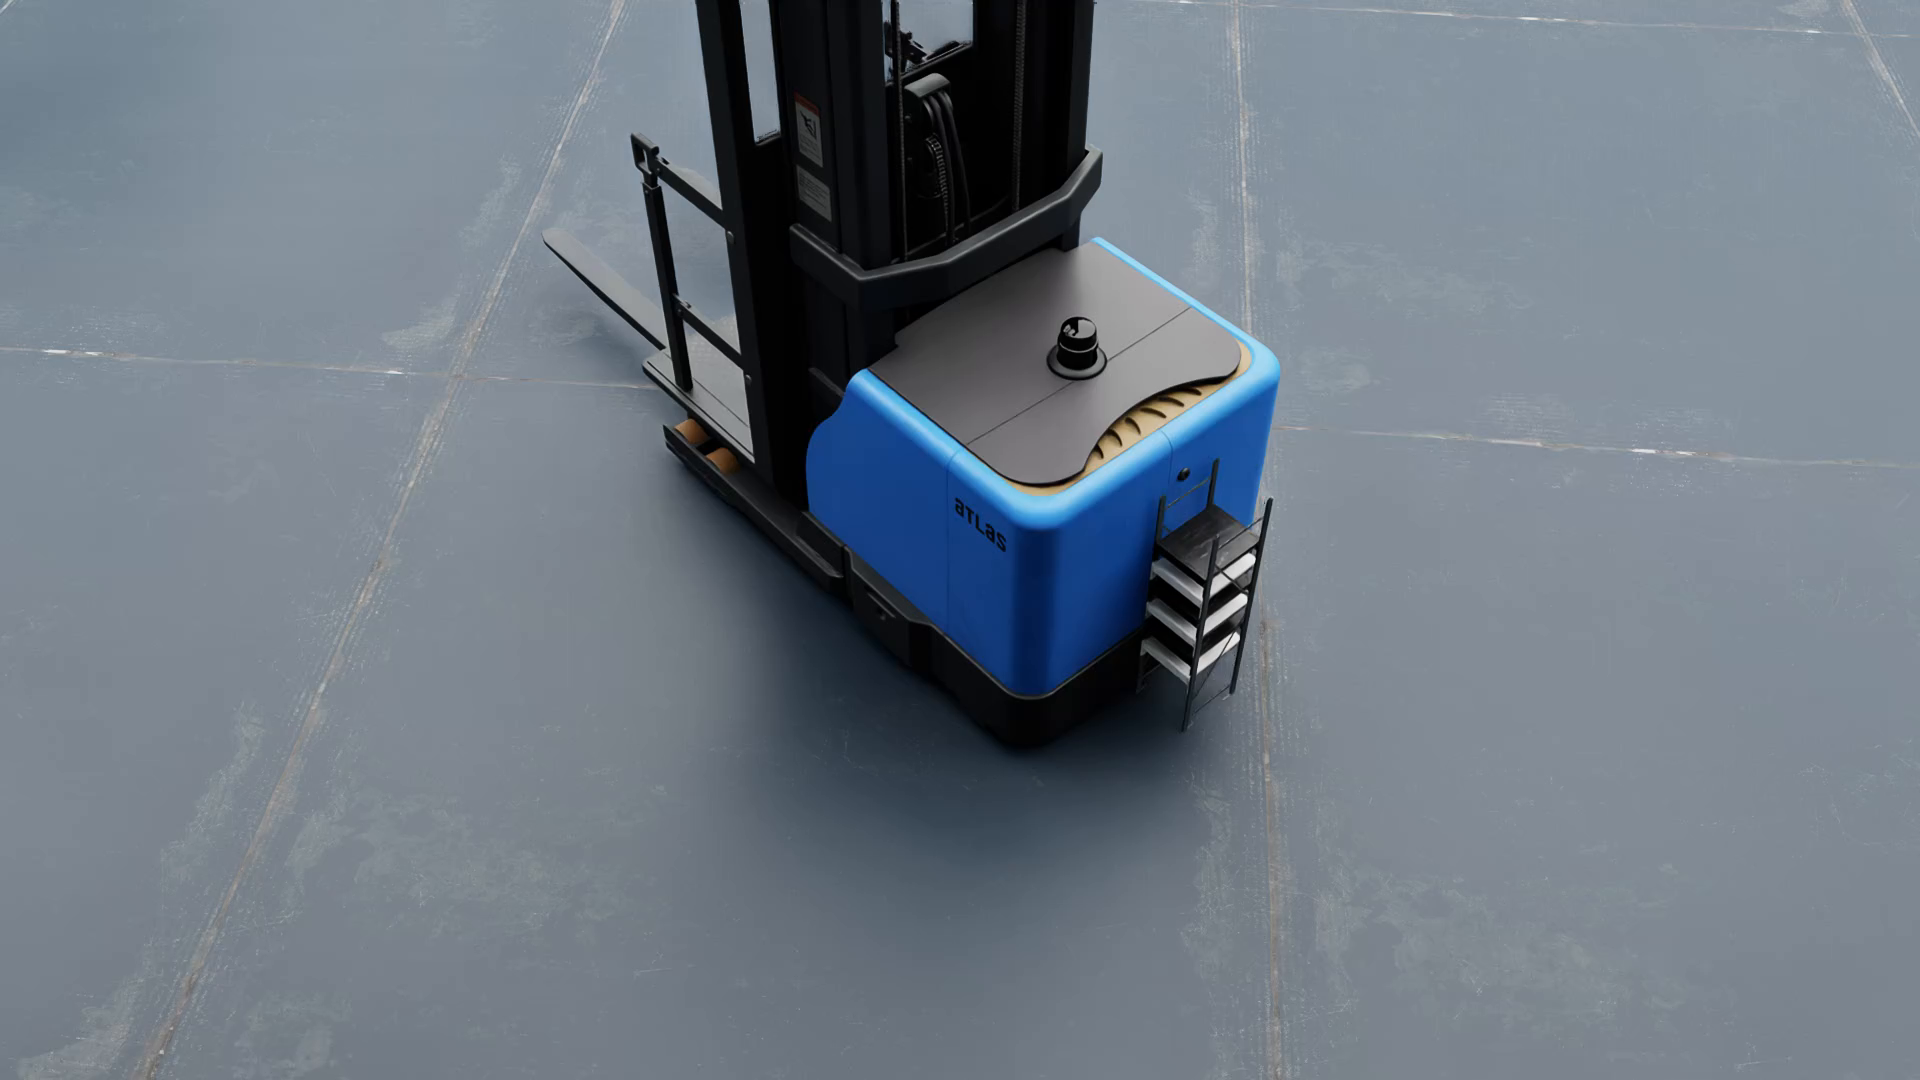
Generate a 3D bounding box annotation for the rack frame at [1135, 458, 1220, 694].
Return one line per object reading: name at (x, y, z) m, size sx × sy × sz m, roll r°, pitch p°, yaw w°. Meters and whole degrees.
rack frame at (0.649, 0.128, 5.023) m, size 0.240 × 0.900 × 0.006 m, roll -33°, pitch 56°, yaw -26°

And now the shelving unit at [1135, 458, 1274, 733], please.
shelving unit at (0.716, 0.185, 4.971) m, size 0.258 × 0.900 × 0.210 m, roll -33°, pitch 56°, yaw -26°

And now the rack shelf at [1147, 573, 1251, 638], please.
rack shelf at (0.716, 0.146, 4.929) m, size 0.258 × 0.077 × 0.200 m, roll -33°, pitch 56°, yaw -26°

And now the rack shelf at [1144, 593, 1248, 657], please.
rack shelf at (0.716, 0.207, 4.996) m, size 0.258 × 0.077 × 0.200 m, roll -33°, pitch 56°, yaw -26°

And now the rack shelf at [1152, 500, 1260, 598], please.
rack shelf at (0.716, 0.025, 4.796) m, size 0.258 × 0.077 × 0.200 m, roll -33°, pitch 56°, yaw -26°

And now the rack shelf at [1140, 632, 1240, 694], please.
rack shelf at (0.716, 0.328, 5.129) m, size 0.258 × 0.077 × 0.200 m, roll -33°, pitch 56°, yaw -26°

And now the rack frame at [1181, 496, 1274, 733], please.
rack frame at (0.783, 0.241, 4.920) m, size 0.240 × 0.900 × 0.006 m, roll -33°, pitch 56°, yaw -26°

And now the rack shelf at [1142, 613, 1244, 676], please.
rack shelf at (0.716, 0.268, 5.062) m, size 0.258 × 0.077 × 0.200 m, roll -33°, pitch 56°, yaw -26°

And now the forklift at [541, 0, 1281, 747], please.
forklift at (-0.405, -1.372, 5.018) m, size 1.130 × 2.935 × 3.031 m, roll -33°, pitch 55°, yaw -26°

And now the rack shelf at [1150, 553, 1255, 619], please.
rack shelf at (0.716, 0.086, 4.863) m, size 0.258 × 0.077 × 0.200 m, roll -33°, pitch 56°, yaw -26°
